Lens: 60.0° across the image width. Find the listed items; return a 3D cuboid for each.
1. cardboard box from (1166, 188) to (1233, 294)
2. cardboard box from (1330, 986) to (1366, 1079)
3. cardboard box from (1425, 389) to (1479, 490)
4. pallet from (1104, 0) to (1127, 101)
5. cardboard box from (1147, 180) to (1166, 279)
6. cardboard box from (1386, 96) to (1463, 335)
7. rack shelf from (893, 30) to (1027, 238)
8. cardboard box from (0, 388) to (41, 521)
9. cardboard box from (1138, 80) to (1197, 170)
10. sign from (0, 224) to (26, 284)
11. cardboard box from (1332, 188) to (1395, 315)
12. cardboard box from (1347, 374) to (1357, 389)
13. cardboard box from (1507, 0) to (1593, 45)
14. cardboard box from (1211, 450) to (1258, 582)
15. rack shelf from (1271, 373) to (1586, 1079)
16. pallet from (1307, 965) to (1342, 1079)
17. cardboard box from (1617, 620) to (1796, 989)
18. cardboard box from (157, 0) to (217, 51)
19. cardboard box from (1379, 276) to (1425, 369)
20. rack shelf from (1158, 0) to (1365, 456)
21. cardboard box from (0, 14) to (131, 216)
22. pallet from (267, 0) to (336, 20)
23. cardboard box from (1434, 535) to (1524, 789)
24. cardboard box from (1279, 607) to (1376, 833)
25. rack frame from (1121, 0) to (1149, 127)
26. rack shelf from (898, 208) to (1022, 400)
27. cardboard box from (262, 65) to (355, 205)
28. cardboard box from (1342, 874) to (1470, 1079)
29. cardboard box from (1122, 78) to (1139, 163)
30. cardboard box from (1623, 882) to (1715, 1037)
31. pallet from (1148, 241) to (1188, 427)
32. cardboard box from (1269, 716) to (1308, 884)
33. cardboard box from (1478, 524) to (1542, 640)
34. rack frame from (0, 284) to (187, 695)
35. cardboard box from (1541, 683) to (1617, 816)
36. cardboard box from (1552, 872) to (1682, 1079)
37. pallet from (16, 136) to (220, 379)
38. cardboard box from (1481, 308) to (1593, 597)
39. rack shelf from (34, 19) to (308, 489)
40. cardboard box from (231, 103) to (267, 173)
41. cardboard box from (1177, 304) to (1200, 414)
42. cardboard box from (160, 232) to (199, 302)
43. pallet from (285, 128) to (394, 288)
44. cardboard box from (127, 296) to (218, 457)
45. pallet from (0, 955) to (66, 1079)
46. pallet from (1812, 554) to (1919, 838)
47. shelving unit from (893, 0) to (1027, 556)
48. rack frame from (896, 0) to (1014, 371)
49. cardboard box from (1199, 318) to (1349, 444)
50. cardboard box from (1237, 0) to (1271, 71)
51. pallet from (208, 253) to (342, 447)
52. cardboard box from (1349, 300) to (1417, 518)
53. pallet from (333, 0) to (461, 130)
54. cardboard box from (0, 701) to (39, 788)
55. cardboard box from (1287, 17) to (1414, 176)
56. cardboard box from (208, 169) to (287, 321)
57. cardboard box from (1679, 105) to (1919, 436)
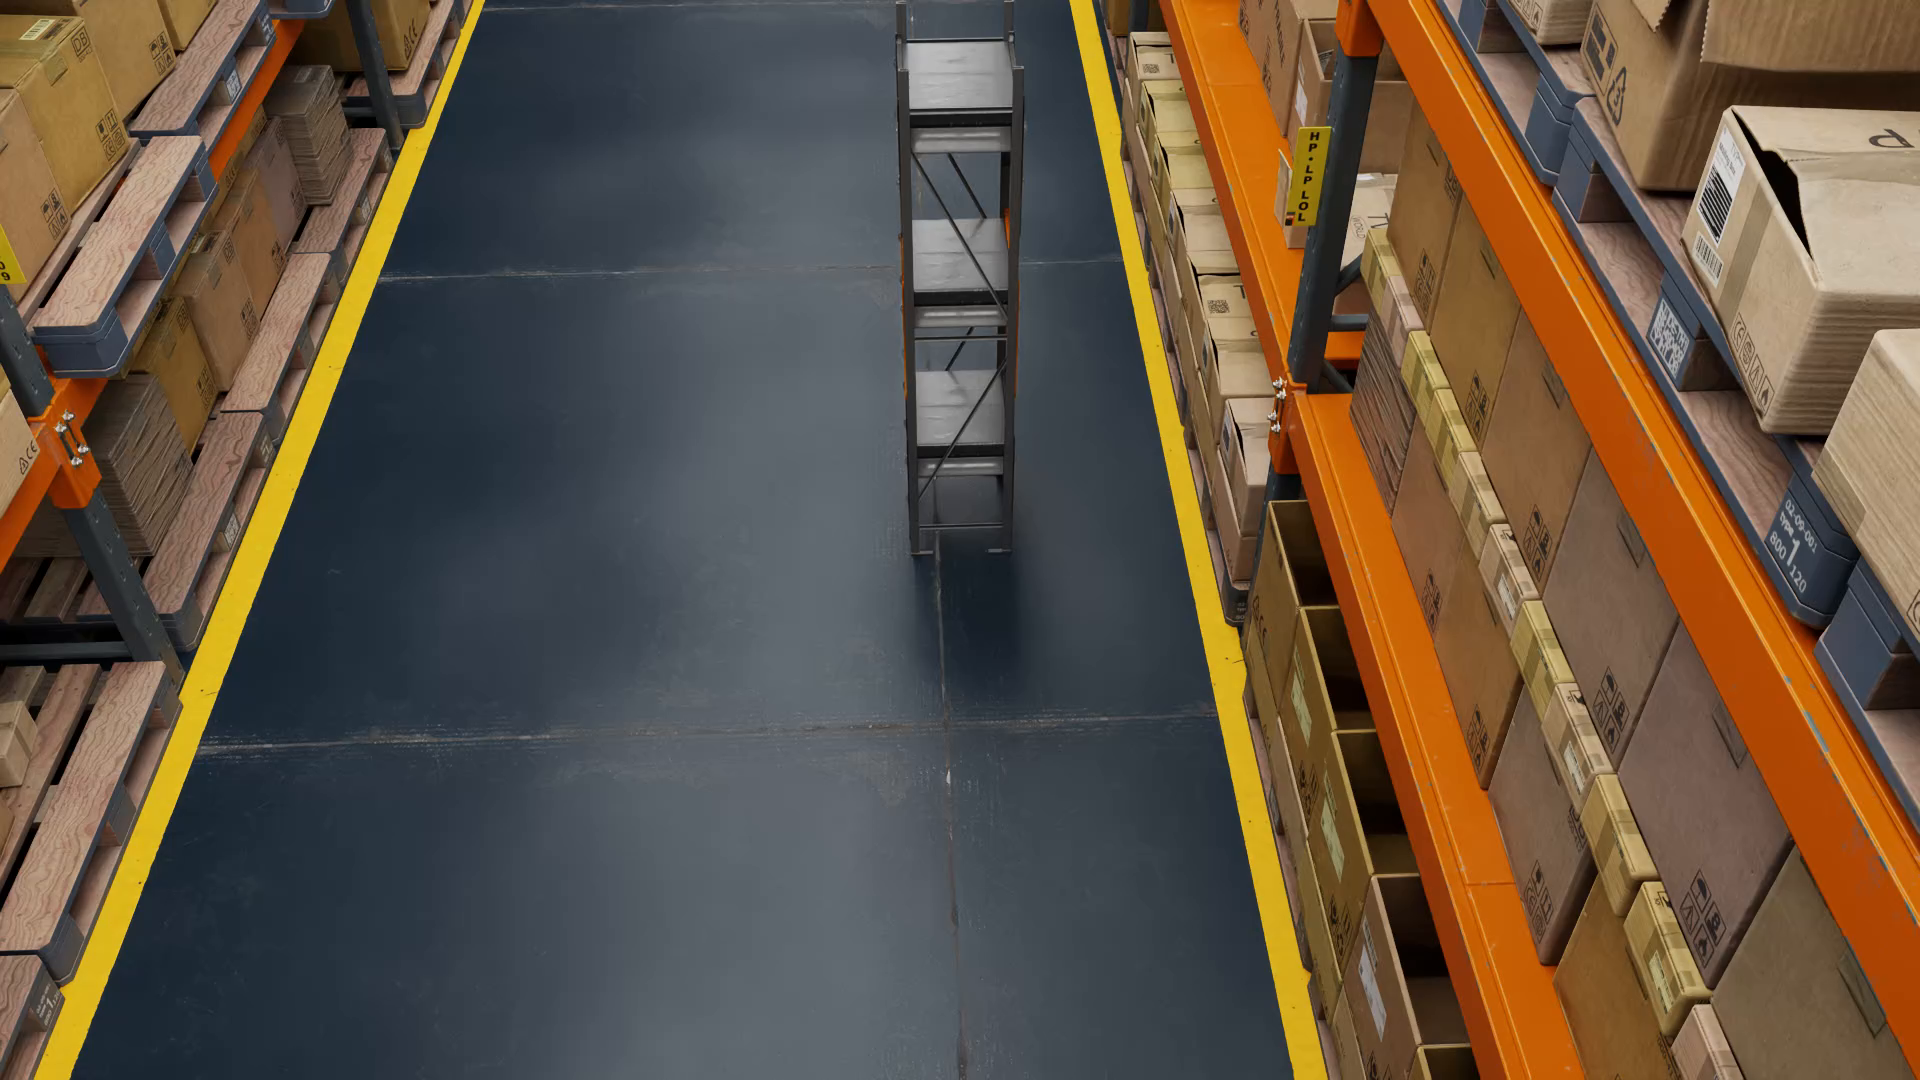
[{"bbox_3d":[1.199,-1.332,7.293,0.500,0.311,0.500,-2,43,-2],"label":"cardboard box"},{"bbox_3d":[1.344,1.501,4.616,0.500,0.250,0.500,-2,43,-2],"label":"cardboard box"},{"bbox_3d":[1.422,-0.260,4.260,0.380,0.149,0.250,-2,43,-2],"label":"cardboard box"},{"bbox_3d":[1.404,-2.869,9.724,1.003,0.211,1.213,-2,43,-2],"label":"pallet"},{"bbox_3d":[1.177,-1.481,7.870,0.500,0.250,0.500,-3,43,-3],"label":"cardboard box"},{"bbox_3d":[1.593,-0.908,4.486,0.700,0.500,0.500,-1,43,-2],"label":"cardboard box"},{"bbox_3d":[-0.007,-1.392,5.699,0.431,0.518,0.480,-2,43,-2],"label":"rack shelf"},{"bbox_3d":[-3.058,-0.188,4.832,0.500,0.250,0.500,-2,43,-2],"label":"cardboard box"},{"bbox_3d":[1.158,-2.024,8.047,0.500,0.311,0.500,-3,43,-3],"label":"cardboard box"},{"bbox_3d":[-2.839,-0.887,4.857,0.100,0.325,0.005,-2,43,-2],"label":"sign"},{"bbox_3d":[1.503,-0.968,5.697,0.500,0.250,0.500,1,43,1],"label":"cardboard box"},{"bbox_3d":[1.783,-0.664,6.564,0.500,0.311,0.500,-2,43,-2],"label":"cardboard box"},{"bbox_3d":[1.349,-1.259,3.335,0.500,0.311,0.500,-4,43,-4],"label":"cardboard box"},{"bbox_3d":[1.261,-0.105,6.368,0.500,0.250,0.500,-2,43,-2],"label":"cardboard box"},{"bbox_3d":[1.653,0.923,4.055,1.077,0.370,4.000,-2,43,-2],"label":"rack shelf"},{"bbox_3d":[1.615,1.700,4.739,1.003,0.211,1.213,-2,43,-2],"label":"pallet"},{"bbox_3d":[1.678,0.447,3.008,0.700,0.500,0.500,-1,43,-2],"label":"cardboard box"},{"bbox_3d":[-3.446,-2.289,6.628,0.700,0.500,0.500,-2,43,-2],"label":"cardboard box"},{"bbox_3d":[1.397,-0.612,4.643,0.380,0.149,0.250,-1,43,-1],"label":"cardboard box"},{"bbox_3d":[1.483,-1.777,7.001,1.077,0.370,4.000,-2,43,-2],"label":"rack shelf"},{"bbox_3d":[-3.385,-1.468,5.732,0.700,0.500,0.500,2,43,3],"label":"cardboard box"},{"bbox_3d":[-3.414,-2.699,7.616,1.213,0.211,1.003,-2,43,-2],"label":"pallet"},{"bbox_3d":[1.639,0.265,4.167,0.700,0.500,0.500,-1,43,-1],"label":"cardboard box"},{"bbox_3d":[1.304,0.550,5.099,0.500,0.500,0.500,-2,43,-2],"label":"cardboard box"},{"bbox_3d":[1.398,-3.392,8.231,1.000,3.000,0.127,-2,43,-2],"label":"rack frame"},{"bbox_3d":[-0.007,-0.876,6.172,0.431,0.518,0.480,-2,43,-2],"label":"rack shelf"},{"bbox_3d":[-3.468,-2.004,8.240,0.700,0.500,0.500,-1,43,-1],"label":"cardboard box"},{"bbox_3d":[1.341,1.225,4.363,0.500,0.500,0.500,-2,43,-2],"label":"cardboard box"},{"bbox_3d":[1.127,-2.171,8.623,0.500,0.250,0.500,-2,43,-2],"label":"cardboard box"},{"bbox_3d":[1.488,0.784,3.121,0.380,0.149,0.250,0,43,0],"label":"cardboard box"},{"bbox_3d":[1.443,-0.986,7.669,1.003,0.211,1.213,-2,43,-2],"label":"pallet"},{"bbox_3d":[1.301,0.826,5.353,0.500,0.250,0.500,-2,43,-2],"label":"cardboard box"},{"bbox_3d":[1.445,0.089,3.879,0.380,0.149,0.250,-3,43,-3],"label":"cardboard box"},{"bbox_3d":[-3.381,-0.547,5.127,1.000,3.000,0.127,-2,43,-2],"label":"rack frame"},{"bbox_3d":[1.463,0.433,3.504,0.380,0.149,0.250,-2,43,-2],"label":"cardboard box"},{"bbox_3d":[1.688,0.966,3.402,0.700,0.500,0.500,-1,43,-2],"label":"cardboard box"},{"bbox_3d":[-3.268,-0.997,5.759,1.003,0.211,1.213,-2,43,-2],"label":"pallet"},{"bbox_3d":[1.636,-0.228,3.745,0.700,0.500,0.500,-2,43,-2],"label":"cardboard box"},{"bbox_3d":[-3.466,-1.632,6.843,1.077,0.370,4.000,-2,43,-2],"label":"rack shelf"},{"bbox_3d":[-3.507,-1.894,7.565,0.500,0.250,0.500,-1,43,-1],"label":"cardboard box"},{"bbox_3d":[1.219,-0.792,7.118,0.500,0.250,0.500,-1,43,-1],"label":"cardboard box"},{"bbox_3d":[-3.477,-1.209,6.819,0.500,0.250,0.500,-3,43,-3],"label":"cardboard box"},{"bbox_3d":[-3.519,-1.692,8.440,1.003,0.211,1.213,-2,43,-2],"label":"pallet"},{"bbox_3d":[-3.501,-0.632,6.744,0.700,0.500,0.500,-2,43,-3],"label":"cardboard box"},{"bbox_3d":[-3.263,1.759,4.675,1.003,0.211,1.213,-2,43,-2],"label":"pallet"},{"bbox_3d":[1.734,0.457,1.877,1.003,0.211,1.213,-2,43,-2],"label":"pallet"},{"bbox_3d":[-0.007,-0.886,6.162,0.431,2.100,0.503,-2,43,-2],"label":"shelving unit"},{"bbox_3d":[-0.017,-1.051,6.342,0.400,2.100,0.015,-2,43,-2],"label":"rack frame"},{"bbox_3d":[1.236,-0.656,6.555,0.500,0.311,0.500,-1,43,-1],"label":"cardboard box"},{"bbox_3d":[1.486,-2.297,6.962,0.500,0.500,0.500,-4,43,-4],"label":"cardboard box"},{"bbox_3d":[-3.471,-0.870,7.543,1.003,0.211,1.213,-2,43,-2],"label":"pallet"},{"bbox_3d":[1.593,-0.429,4.925,0.700,0.500,0.500,-3,43,-3],"label":"cardboard box"},{"bbox_3d":[-3.509,-2.754,9.598,1.003,0.211,1.213,-2,43,-2],"label":"pallet"},{"bbox_3d":[-3.328,0.695,5.543,0.380,0.166,0.250,-7,43,-7],"label":"cardboard box"},{"bbox_3d":[1.529,-1.603,6.205,0.500,0.500,0.500,1,43,1],"label":"cardboard box"},{"bbox_3d":[-3.513,-1.318,7.492,0.700,0.500,0.500,-2,43,-2],"label":"cardboard box"},{"bbox_3d":[1.402,-0.416,2.416,0.500,0.311,0.500,3,43,3],"label":"cardboard box"}]
